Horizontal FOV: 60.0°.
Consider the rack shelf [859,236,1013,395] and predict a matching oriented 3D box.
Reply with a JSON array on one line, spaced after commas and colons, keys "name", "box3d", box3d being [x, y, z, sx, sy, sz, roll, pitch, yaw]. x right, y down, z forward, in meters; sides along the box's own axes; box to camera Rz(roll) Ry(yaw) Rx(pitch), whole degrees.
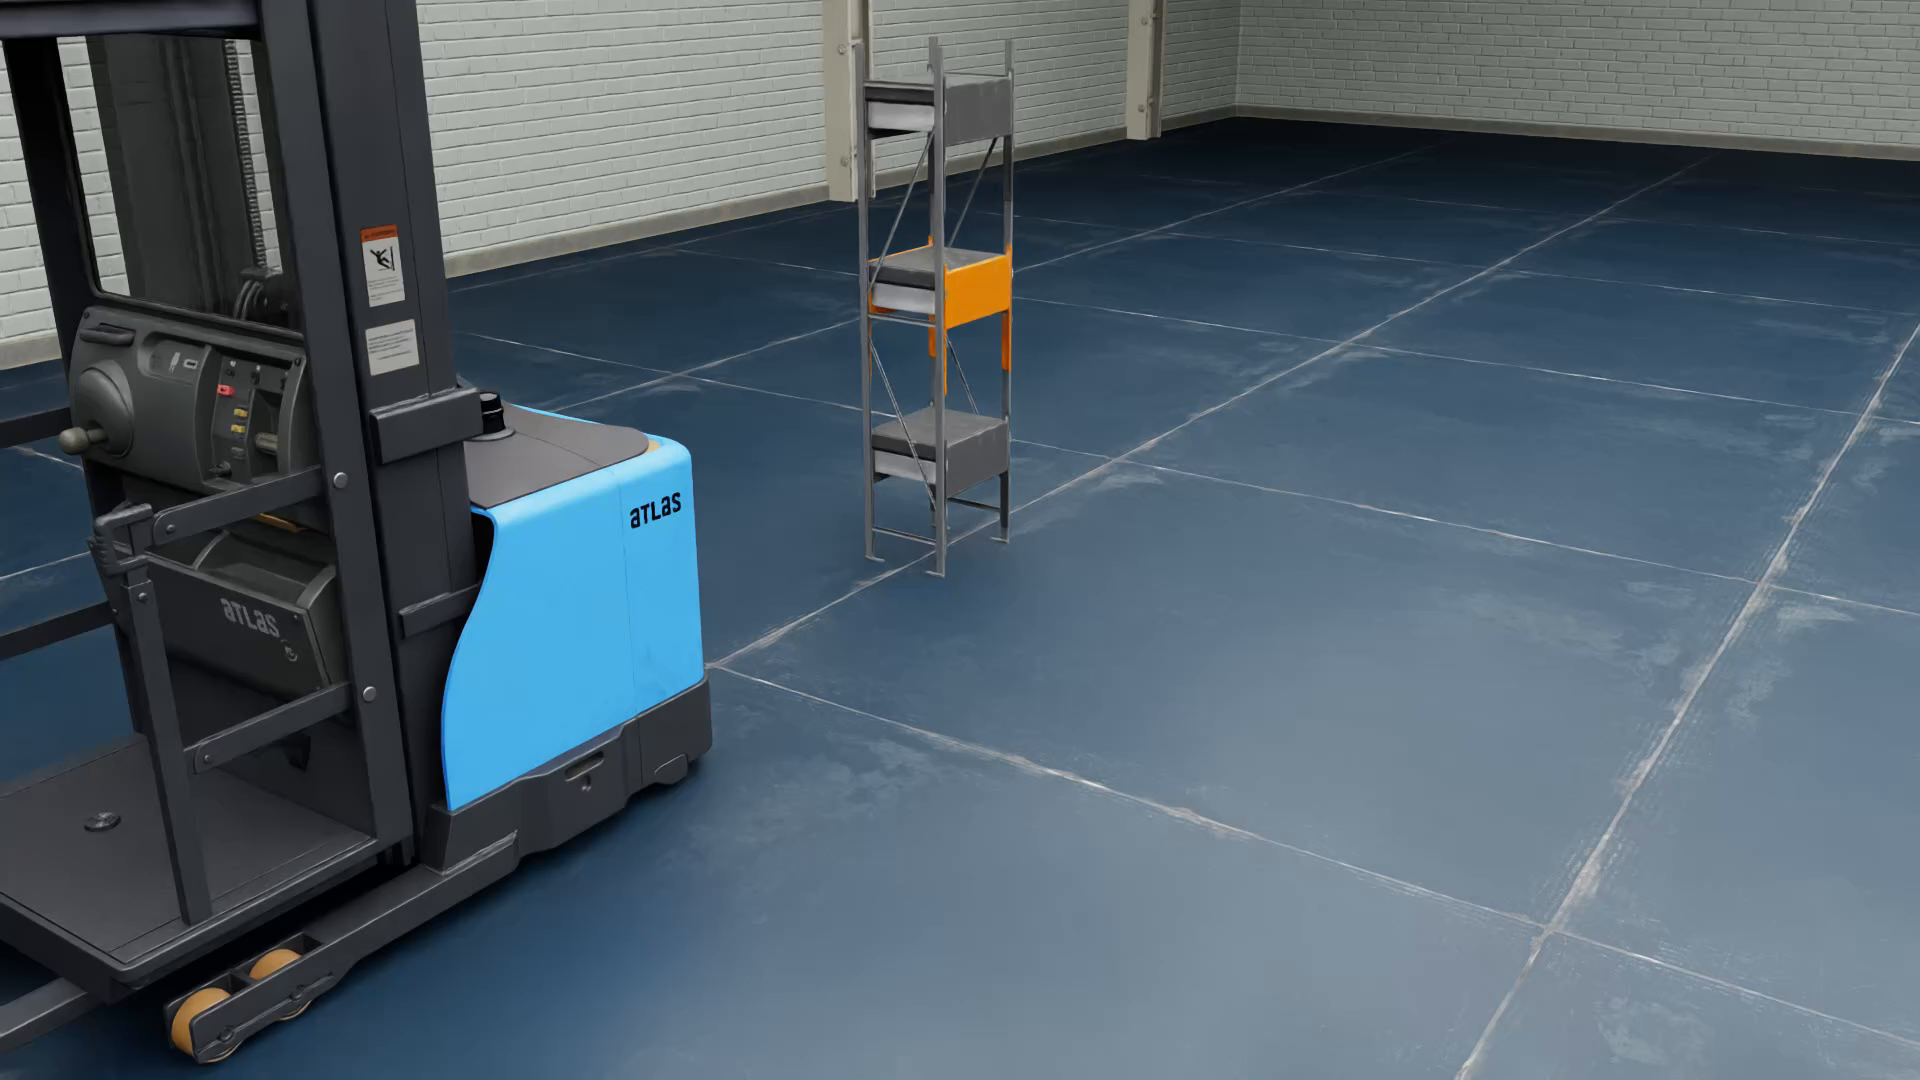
[{"name": "rack shelf", "box3d": [-0.093, -0.925, 6.777, 0.431, 0.518, 0.480, 13, 24, 32]}]

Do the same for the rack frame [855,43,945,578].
[{"name": "rack frame", "box3d": [-0.230, -0.867, 6.583, 0.400, 2.100, 0.015, 13, 24, 32]}]

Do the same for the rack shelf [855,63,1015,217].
[{"name": "rack shelf", "box3d": [-0.093, -1.581, 6.534, 0.431, 0.518, 0.480, 13, 24, 32]}]

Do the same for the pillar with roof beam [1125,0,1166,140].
[{"name": "pillar with roof beam", "box3d": [5.868, -8.461, 17.169, 9.100, 9.000, 0.400, 13, 24, 32]}]

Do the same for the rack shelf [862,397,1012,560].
[{"name": "rack shelf", "box3d": [-0.093, -0.268, 7.020, 0.431, 0.518, 0.480, 13, 24, 32]}]

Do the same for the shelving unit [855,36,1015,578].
[{"name": "shelving unit", "box3d": [-0.093, -0.937, 6.772, 0.431, 2.100, 0.503, 13, 24, 32]}]

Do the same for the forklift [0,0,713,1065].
[{"name": "forklift", "box3d": [-2.027, -0.330, 3.932, 1.130, 2.935, 3.031, 13, 24, 32]}]

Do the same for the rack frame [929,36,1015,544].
[{"name": "rack frame", "box3d": [0.044, -1.007, 6.962, 0.400, 2.100, 0.015, 13, 24, 32]}]

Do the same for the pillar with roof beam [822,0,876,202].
[{"name": "pillar with roof beam", "box3d": [2.495, -6.740, 12.515, 9.100, 9.000, 0.400, 13, 24, 32]}]
